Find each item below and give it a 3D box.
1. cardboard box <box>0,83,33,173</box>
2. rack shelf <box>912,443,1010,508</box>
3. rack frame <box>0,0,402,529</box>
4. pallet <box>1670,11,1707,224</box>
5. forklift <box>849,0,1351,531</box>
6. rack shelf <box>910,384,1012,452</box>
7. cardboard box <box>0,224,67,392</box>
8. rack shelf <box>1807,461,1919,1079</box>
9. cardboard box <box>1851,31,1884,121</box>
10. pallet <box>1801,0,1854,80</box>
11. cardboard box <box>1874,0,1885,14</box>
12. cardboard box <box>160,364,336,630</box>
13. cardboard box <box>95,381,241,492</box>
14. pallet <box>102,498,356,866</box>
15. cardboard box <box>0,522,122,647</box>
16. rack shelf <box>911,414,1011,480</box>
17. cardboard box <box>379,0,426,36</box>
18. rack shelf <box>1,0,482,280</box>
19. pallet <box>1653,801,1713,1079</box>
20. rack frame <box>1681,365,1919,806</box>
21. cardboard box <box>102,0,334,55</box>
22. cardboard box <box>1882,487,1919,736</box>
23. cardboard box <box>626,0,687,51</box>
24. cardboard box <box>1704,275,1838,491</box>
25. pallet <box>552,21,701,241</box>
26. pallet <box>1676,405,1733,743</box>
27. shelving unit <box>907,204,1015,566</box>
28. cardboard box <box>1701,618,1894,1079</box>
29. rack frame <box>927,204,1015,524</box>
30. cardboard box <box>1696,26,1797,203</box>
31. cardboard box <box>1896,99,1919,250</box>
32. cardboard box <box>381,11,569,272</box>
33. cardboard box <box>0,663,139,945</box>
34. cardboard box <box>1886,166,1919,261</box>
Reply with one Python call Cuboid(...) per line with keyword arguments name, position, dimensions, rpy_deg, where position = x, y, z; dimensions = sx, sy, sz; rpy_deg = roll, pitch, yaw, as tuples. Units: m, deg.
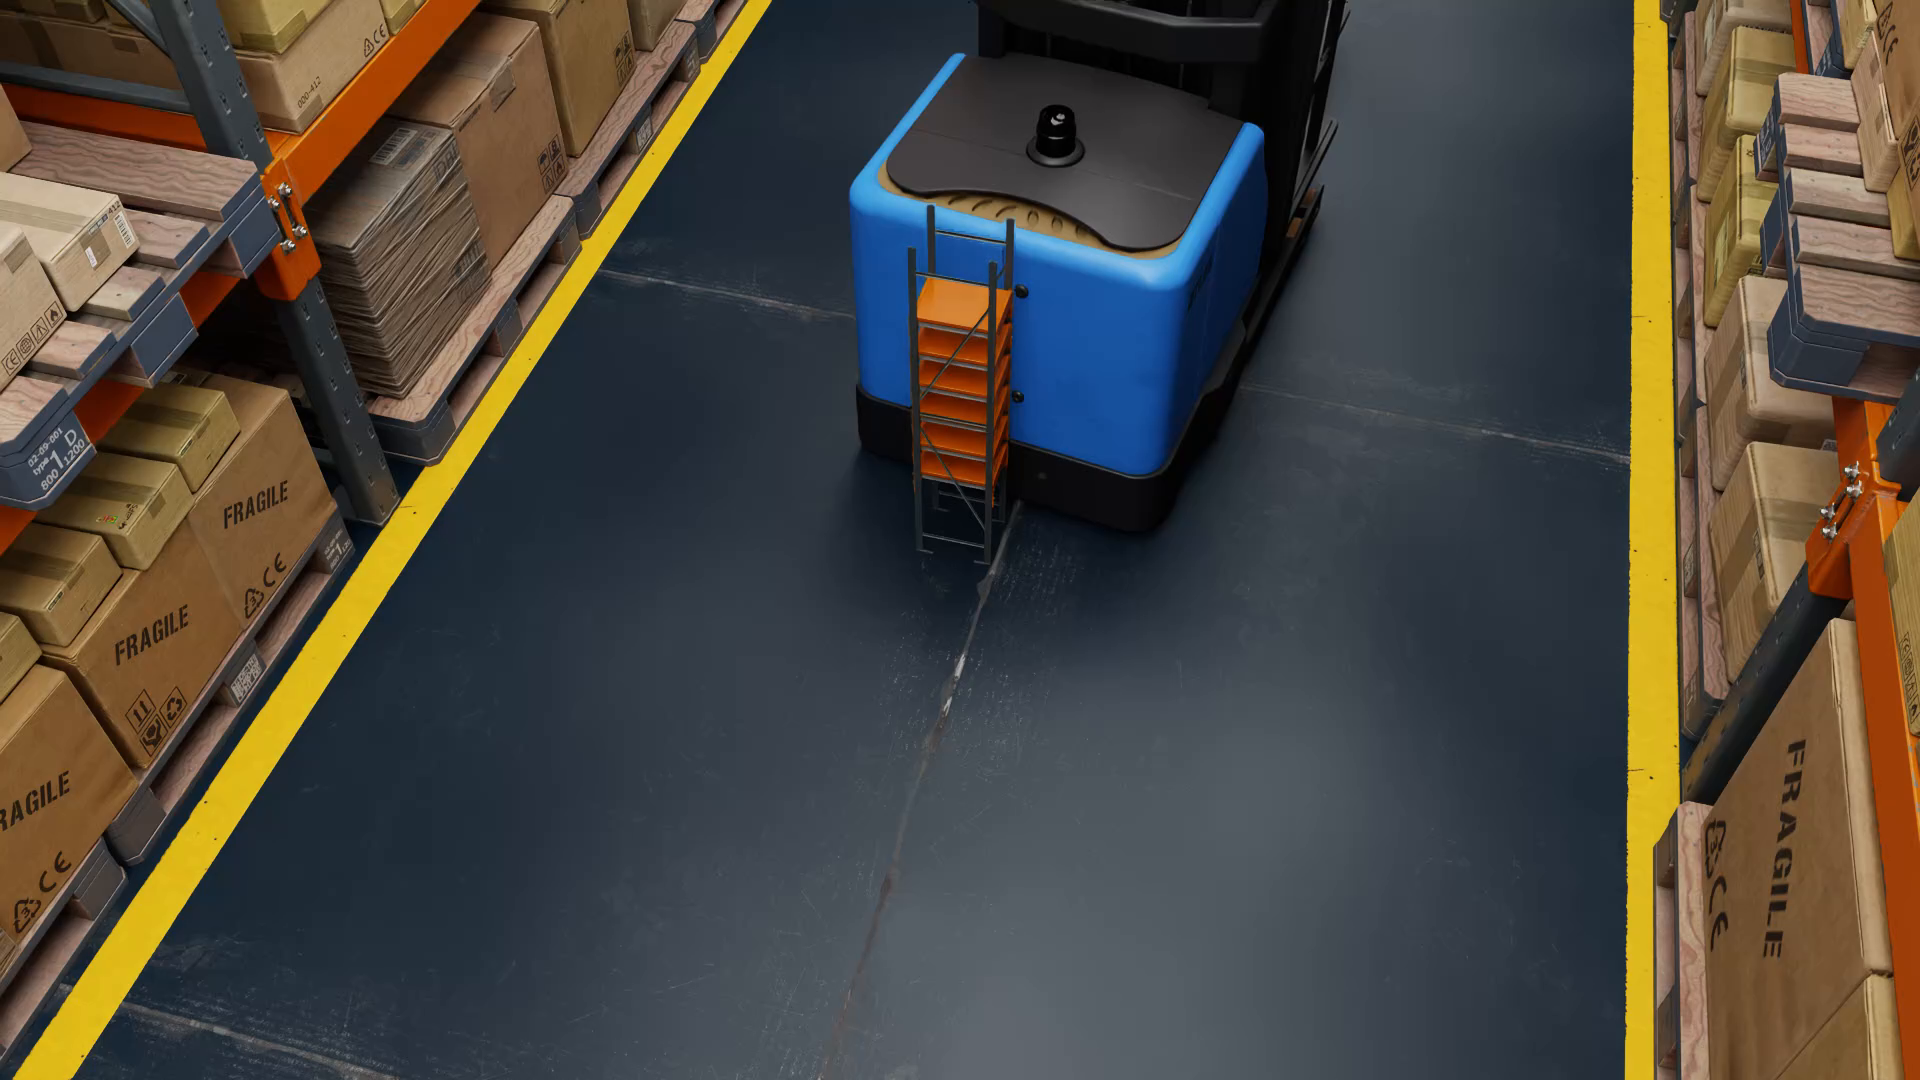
Cuboid(name="cardboard box", position=(-2.584, -1.003, 3.788), dimensions=(0.500, 0.500, 0.500), rpy_deg=(14, 50, 12))
Cuboid(name="rack shelf", position=(0.004, -0.219, 5.023), dimensions=(0.258, 0.103, 0.180), rpy_deg=(12, 50, 10))
Cuboid(name="rack frame", position=(-2.298, -1.173, 4.284), dimensions=(1.000, 3.000, 0.127), rpy_deg=(12, 50, 10))
Cuboid(name="pallet", position=(3.341, -1.603, 6.524), dimensions=(1.003, 0.211, 1.213), rpy_deg=(12, 50, 10))
Cuboid(name="forklift", position=(0.716, -2.121, 5.167), dimensions=(1.130, 2.935, 3.031), rpy_deg=(18, 51, 15))
Cuboid(name="rack shelf", position=(0.004, -0.378, 4.843), dimensions=(0.258, 0.103, 0.180), rpy_deg=(12, 50, 10))
Cuboid(name="cardboard box", position=(-2.263, -0.435, 3.453), dimensions=(0.500, 0.250, 0.500), rpy_deg=(9, 49, 8))
Cuboid(name="rack shelf", position=(1.966, 1.489, 2.415), dimensions=(1.077, 0.370, 4.000), rpy_deg=(12, 50, 10))
Cuboid(name="cardboard box", position=(2.449, -1.115, 4.121), dimensions=(0.380, 0.149, 0.250), rpy_deg=(9, 49, 8))
Cuboid(name="pallet", position=(2.973, -1.572, 4.765), dimensions=(1.003, 0.211, 1.213), rpy_deg=(12, 50, 10))
Cuboid(name="cardboard box", position=(2.601, -1.591, 4.109), dimensions=(0.500, 0.500, 0.500), rpy_deg=(9, 49, 7))
Cuboid(name="cardboard box", position=(-2.202, -0.136, 4.757), dimensions=(0.500, 0.500, 0.500), rpy_deg=(13, 50, 11))
Cuboid(name="cardboard box", position=(-2.183, -0.292, 4.461), dimensions=(0.380, 0.149, 0.250), rpy_deg=(9, 49, 8))
Cuboid(name="pallet", position=(-2.531, 0.283, 4.860), dimensions=(1.003, 0.211, 1.213), rpy_deg=(12, 50, 10))
Cuboid(name="cardboard box", position=(-2.337, 0.093, 4.121), dimensions=(0.380, 0.149, 0.250), rpy_deg=(10, 49, 9))
Cuboid(name="rack shelf", position=(0.004, -0.299, 4.933), dimensions=(0.258, 0.103, 0.180), rpy_deg=(12, 50, 10))
Cuboid(name="cardboard box", position=(-1.808, -1.759, 4.901), dimensions=(0.500, 0.250, 0.500), rpy_deg=(11, 49, 9))
Cuboid(name="rack shelf", position=(-1.771, -2.381, 5.831), dimensions=(1.077, 0.370, 4.000), rpy_deg=(12, 50, 10))
Cuboid(name="pallet", position=(2.212, 1.282, 3.978), dimensions=(1.003, 0.211, 1.213), rpy_deg=(12, 50, 10))
Cuboid(name="rack frame", position=(2.492, -0.196, 3.422), dimensions=(1.000, 3.000, 0.127), rpy_deg=(12, 50, 10))
Cuboid(name="cardboard box", position=(-1.921, -1.556, 4.389), dimensions=(0.500, 0.250, 0.500), rpy_deg=(12, 50, 10))
Cuboid(name="cardboard box", position=(2.120, 0.158, 3.210), dimensions=(0.500, 0.250, 0.500), rpy_deg=(11, 49, 9))
Cuboid(name="cardboard box", position=(-1.583, -2.480, 6.742), dimensions=(0.875, 0.625, 0.625), rpy_deg=(11, 50, 10))
Cuboid(name="cardboard box", position=(2.837, -0.407, 5.081), dimensions=(0.950, 0.372, 0.625), rpy_deg=(11, 49, 9))
Cuboid(name="pallet", position=(-1.720, -1.717, 6.625), dimensions=(1.003, 0.211, 1.213), rpy_deg=(12, 50, 10))
Cuboid(name="pallet", position=(2.699, 0.162, 4.966), dimensions=(1.003, 0.211, 1.213), rpy_deg=(12, 50, 10))
Cuboid(name="shelving unit", position=(0.004, -0.407, 4.809), dimensions=(0.258, 1.200, 0.189), rpy_deg=(12, 50, 10))
Cuboid(name="cardboard box", position=(2.230, 0.851, 3.635), dimensions=(0.875, 0.875, 0.875), rpy_deg=(11, 50, 10))
Cuboid(name="rack frame", position=(0.028, -0.474, 4.868), dimensions=(0.240, 1.200, 0.006), rpy_deg=(12, 50, 10))
Cuboid(name="cardboard box", position=(3.223, -1.458, 6.009), dimensions=(0.950, 0.372, 0.625), rpy_deg=(14, 50, 12))
Cuboid(name="cardboard box", position=(2.343, -0.850, 3.454), dimensions=(0.500, 0.500, 0.500), rpy_deg=(10, 49, 9))
Cuboid(name="cardboard box", position=(-1.956, -1.448, 5.832), dimensions=(0.875, 0.625, 0.625), rpy_deg=(13, 50, 11))
Cuboid(name="cardboard box", position=(-2.479, 0.603, 4.104), dimensions=(0.500, 0.500, 0.500), rpy_deg=(14, 50, 12))
Cuboid(name="cardboard box", position=(2.352, -0.743, 3.793), dimensions=(0.380, 0.149, 0.250), rpy_deg=(12, 50, 11))
